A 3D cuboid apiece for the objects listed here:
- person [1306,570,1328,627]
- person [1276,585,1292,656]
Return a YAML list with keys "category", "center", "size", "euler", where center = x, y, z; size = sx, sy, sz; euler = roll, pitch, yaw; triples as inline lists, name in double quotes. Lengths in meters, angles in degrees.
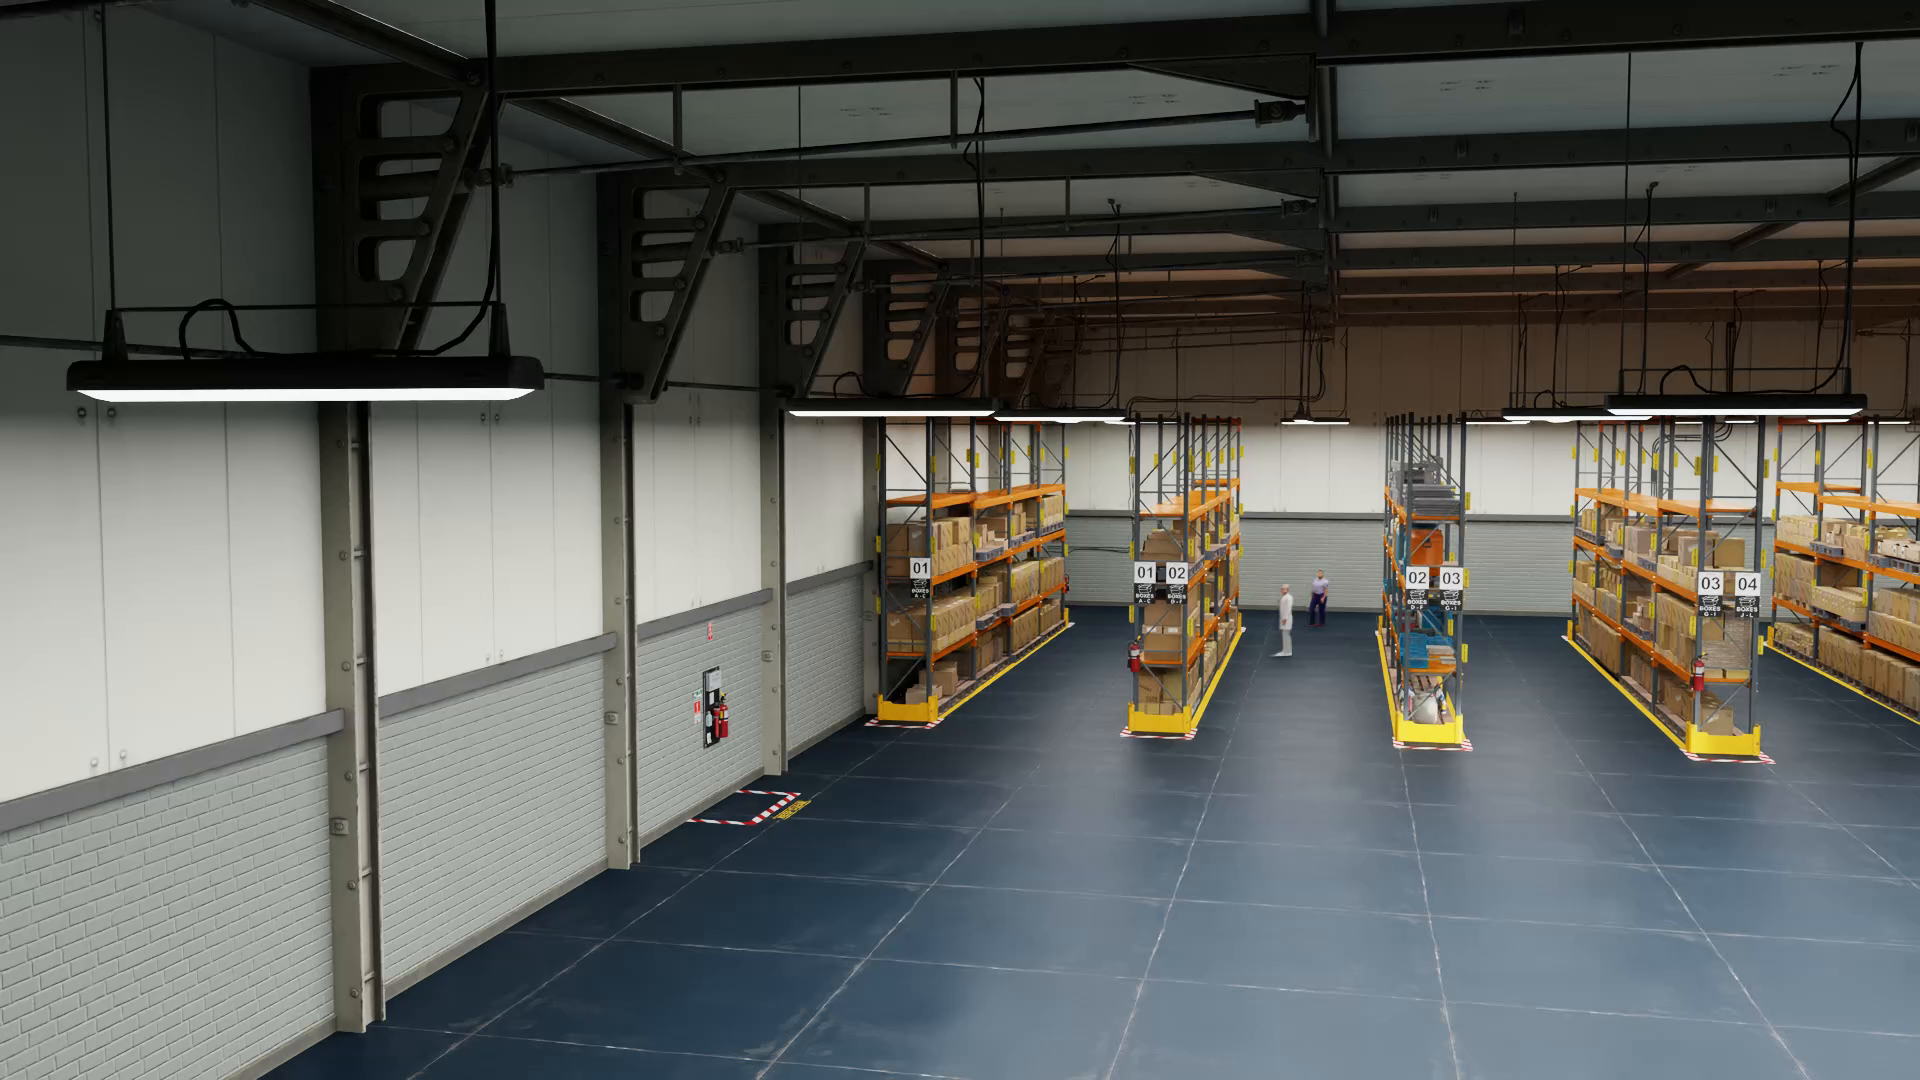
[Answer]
- category: "person"
  center: [10.269, 1.713, 47.714]
  size: [0.462, 1.721, 0.568]
  euler: [-4, 5, -43]
- category: "person"
  center: [8.093, 2.005, 41.598]
  size: [0.410, 1.783, 0.609]
  euler: [0, 4, -1]
